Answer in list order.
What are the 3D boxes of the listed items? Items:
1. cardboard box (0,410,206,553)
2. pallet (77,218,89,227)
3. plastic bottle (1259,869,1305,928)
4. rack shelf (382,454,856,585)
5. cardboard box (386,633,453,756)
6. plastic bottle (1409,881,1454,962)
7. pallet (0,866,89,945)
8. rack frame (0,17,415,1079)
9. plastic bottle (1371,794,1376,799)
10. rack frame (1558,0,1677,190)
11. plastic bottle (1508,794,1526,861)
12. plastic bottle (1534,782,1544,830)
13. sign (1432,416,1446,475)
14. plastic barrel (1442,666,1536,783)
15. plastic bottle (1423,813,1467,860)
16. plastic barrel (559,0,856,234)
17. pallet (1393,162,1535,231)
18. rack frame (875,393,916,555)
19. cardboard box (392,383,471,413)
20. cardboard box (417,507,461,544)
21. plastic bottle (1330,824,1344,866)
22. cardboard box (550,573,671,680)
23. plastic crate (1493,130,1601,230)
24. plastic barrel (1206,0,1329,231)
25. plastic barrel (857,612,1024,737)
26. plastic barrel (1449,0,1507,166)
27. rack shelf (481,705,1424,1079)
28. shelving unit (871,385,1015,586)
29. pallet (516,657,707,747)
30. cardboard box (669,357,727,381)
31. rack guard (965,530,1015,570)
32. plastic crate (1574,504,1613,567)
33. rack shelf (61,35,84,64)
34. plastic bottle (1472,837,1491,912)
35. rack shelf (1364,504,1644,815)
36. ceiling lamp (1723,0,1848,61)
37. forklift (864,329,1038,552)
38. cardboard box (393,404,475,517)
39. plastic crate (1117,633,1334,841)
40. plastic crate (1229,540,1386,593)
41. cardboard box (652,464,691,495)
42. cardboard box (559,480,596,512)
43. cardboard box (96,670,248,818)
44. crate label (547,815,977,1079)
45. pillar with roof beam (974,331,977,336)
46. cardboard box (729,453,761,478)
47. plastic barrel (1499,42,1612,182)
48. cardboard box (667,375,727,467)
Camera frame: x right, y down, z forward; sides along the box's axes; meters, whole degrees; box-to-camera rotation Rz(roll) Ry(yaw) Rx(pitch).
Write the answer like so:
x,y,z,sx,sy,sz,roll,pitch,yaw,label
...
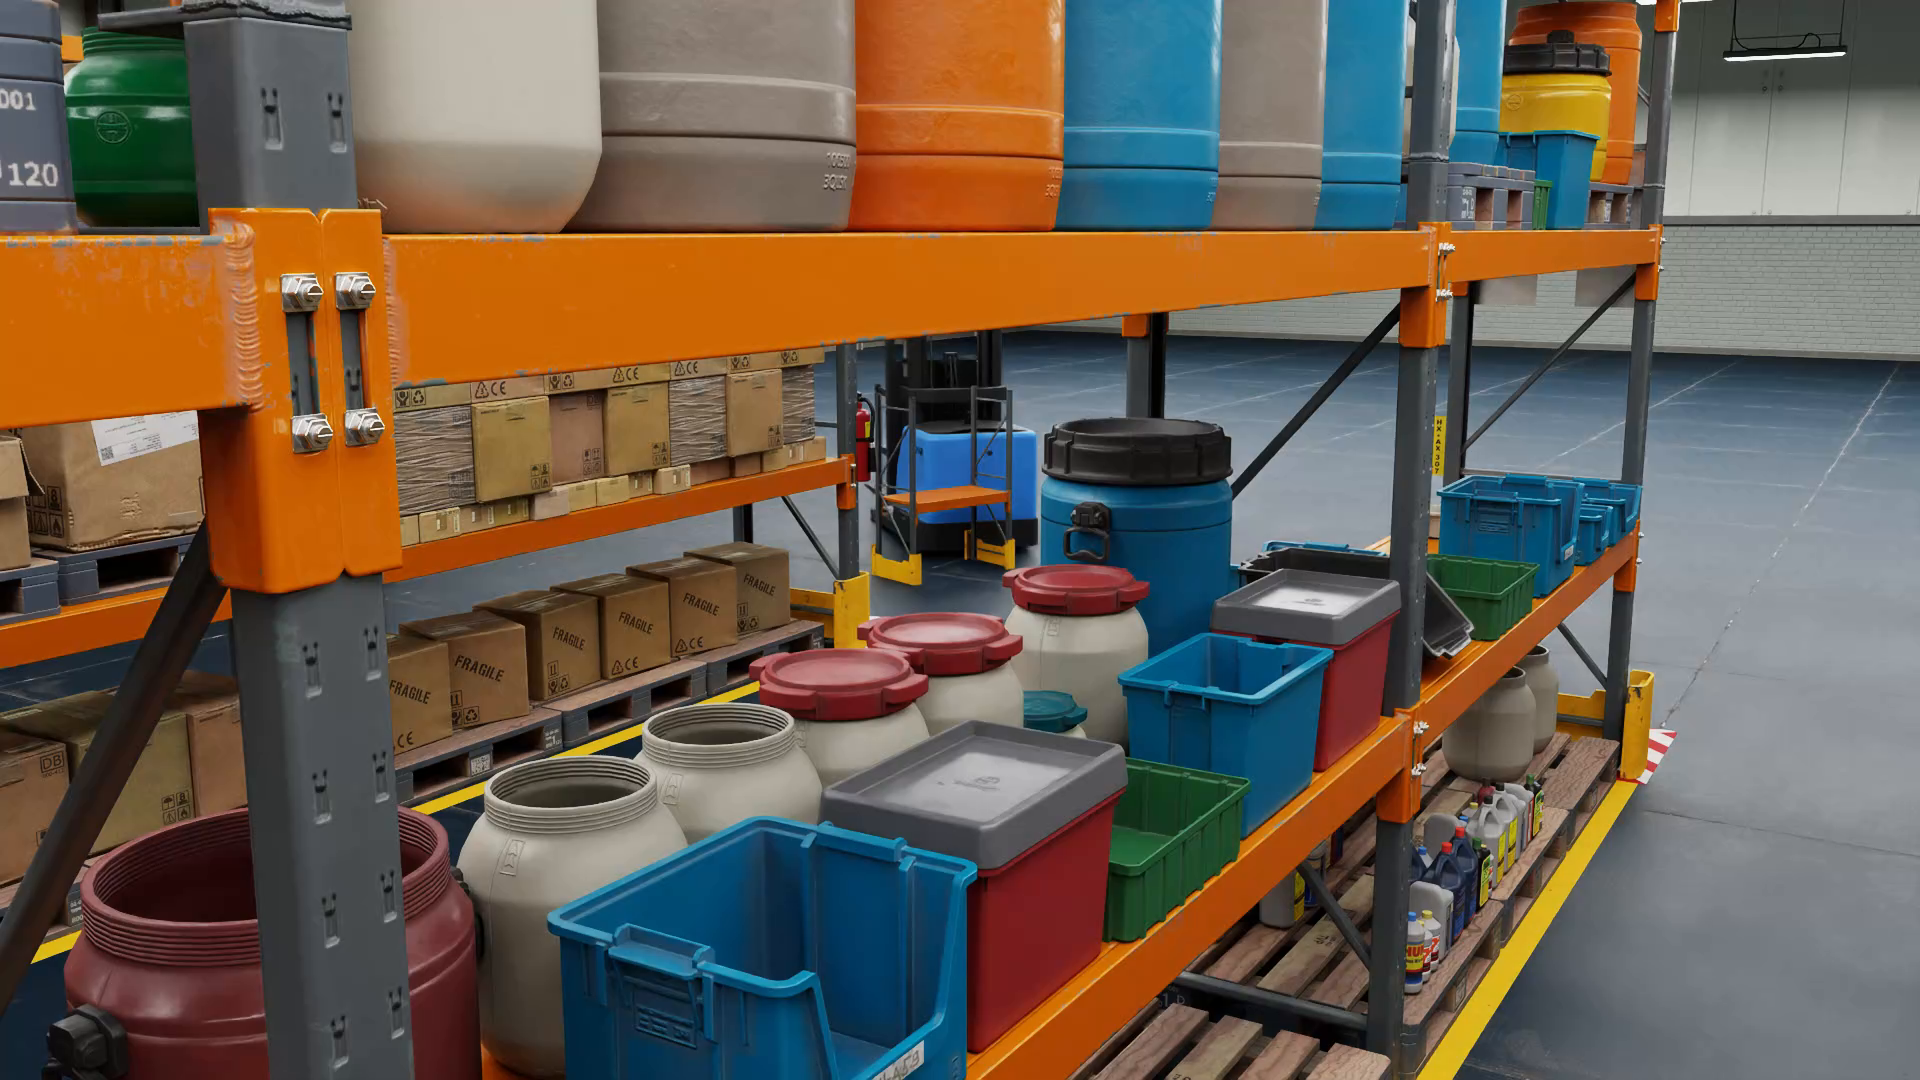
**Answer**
x,y,z,sx,sy,sz,roll,pitch,yaw,label
-3.752,-0.562,7.327,1.000,1.000,1.000,6,12,31,cardboard box
-4.167,-1.304,6.421,1.213,0.211,1.003,6,12,31,pallet
1.224,1.272,6.307,0.144,0.351,0.185,6,12,31,plastic bottle
-2.182,-0.133,9.763,1.077,0.370,4.000,6,12,31,rack shelf
-2.978,0.791,8.523,0.500,0.500,0.500,6,12,29,cardboard box
1.698,1.362,6.029,0.152,0.276,0.135,7,13,33,plastic bottle
-4.255,1.514,6.589,1.003,0.211,1.213,6,12,31,pallet
-1.064,0.930,2.129,1.000,3.000,0.127,6,12,31,rack frame
1.882,1.052,7.696,0.097,0.271,0.097,0,11,0,plastic bottle
3.090,-3.277,8.297,1.000,3.000,0.127,6,12,31,rack frame
2.285,1.184,6.979,0.152,0.276,0.135,6,12,29,plastic bottle
2.511,1.162,7.300,0.097,0.201,0.097,0,11,0,plastic bottle
2.622,-0.517,9.108,0.100,0.325,0.005,6,12,31,sign
2.553,0.878,8.027,0.421,0.512,0.421,0,11,0,plastic barrel
1.966,1.230,6.736,0.152,0.276,0.135,6,12,31,plastic bottle
-0.452,-0.899,2.386,0.600,0.901,0.600,0,11,0,plastic barrel
1.304,-1.203,5.886,1.213,0.211,1.003,6,12,31,pallet
-0.521,-0.418,13.406,0.032,1.500,0.500,-9,14,-39,rack frame
-2.769,-0.905,8.136,0.500,0.500,0.500,6,12,31,cardboard box
-2.710,-0.092,8.270,0.380,0.149,0.250,6,12,31,cardboard box
1.548,1.195,6.900,0.061,0.283,0.133,6,12,31,plastic bottle
-2.104,0.512,10.016,0.500,0.500,0.500,8,13,36,cardboard box
2.357,-1.466,6.819,0.392,0.384,0.575,6,12,31,plastic crate
0.595,-1.216,4.079,0.600,0.901,0.600,0,11,0,plastic barrel
-0.052,0.479,4.168,0.433,0.535,0.433,0,11,0,plastic barrel
1.621,-1.772,5.910,0.600,0.901,0.708,6,12,31,plastic barrel
-0.025,0.969,3.875,1.077,0.370,4.000,6,12,31,rack shelf
-0.135,-0.476,13.718,1.083,1.500,0.587,-9,14,-39,shelving unit
-2.269,0.897,9.884,1.003,0.211,1.213,6,12,31,pallet
-1.734,-1.220,9.818,0.500,0.500,0.500,6,12,31,cardboard box
0.249,0.080,14.144,0.087,0.250,0.587,-9,14,-39,rack guard
2.744,-0.046,7.747,0.499,0.251,0.408,6,12,31,plastic crate
-6.368,-3.375,11.864,1.077,0.370,4.000,6,12,31,rack shelf
2.006,1.281,6.441,0.061,0.283,0.133,7,13,33,plastic bottle
2.051,0.340,7.235,1.077,0.370,4.000,6,12,31,rack shelf
14.989,-10.292,29.908,2.000,3.185,0.800,6,12,31,ceiling lamp
-0.228,-1.561,15.626,1.130,2.935,3.031,-3,11,-16,forklift
-2.934,-0.432,8.326,0.875,0.500,0.500,6,12,31,cardboard box
0.706,0.512,4.405,0.392,0.384,0.575,6,12,31,plastic crate
1.356,0.174,6.571,0.499,0.251,0.616,6,12,31,plastic crate
-1.804,-0.367,9.741,0.380,0.149,0.250,6,12,31,cardboard box
-2.223,-0.252,9.129,0.380,0.149,0.250,6,12,31,cardboard box
-3.557,0.935,7.701,0.700,0.500,0.500,5,12,26,cardboard box
-0.317,0.783,2.822,0.502,0.435,0.616,6,12,31,crate label
4.266,-9.454,41.292,9.100,9.000,0.548,6,12,31,pillar with roof beam
-1.474,-0.492,10.407,0.380,0.149,0.250,6,12,31,cardboard box
2.607,-1.910,7.495,0.600,0.588,0.600,0,11,0,plastic barrel
-1.906,-0.748,10.013,0.875,0.500,0.500,6,12,31,cardboard box
